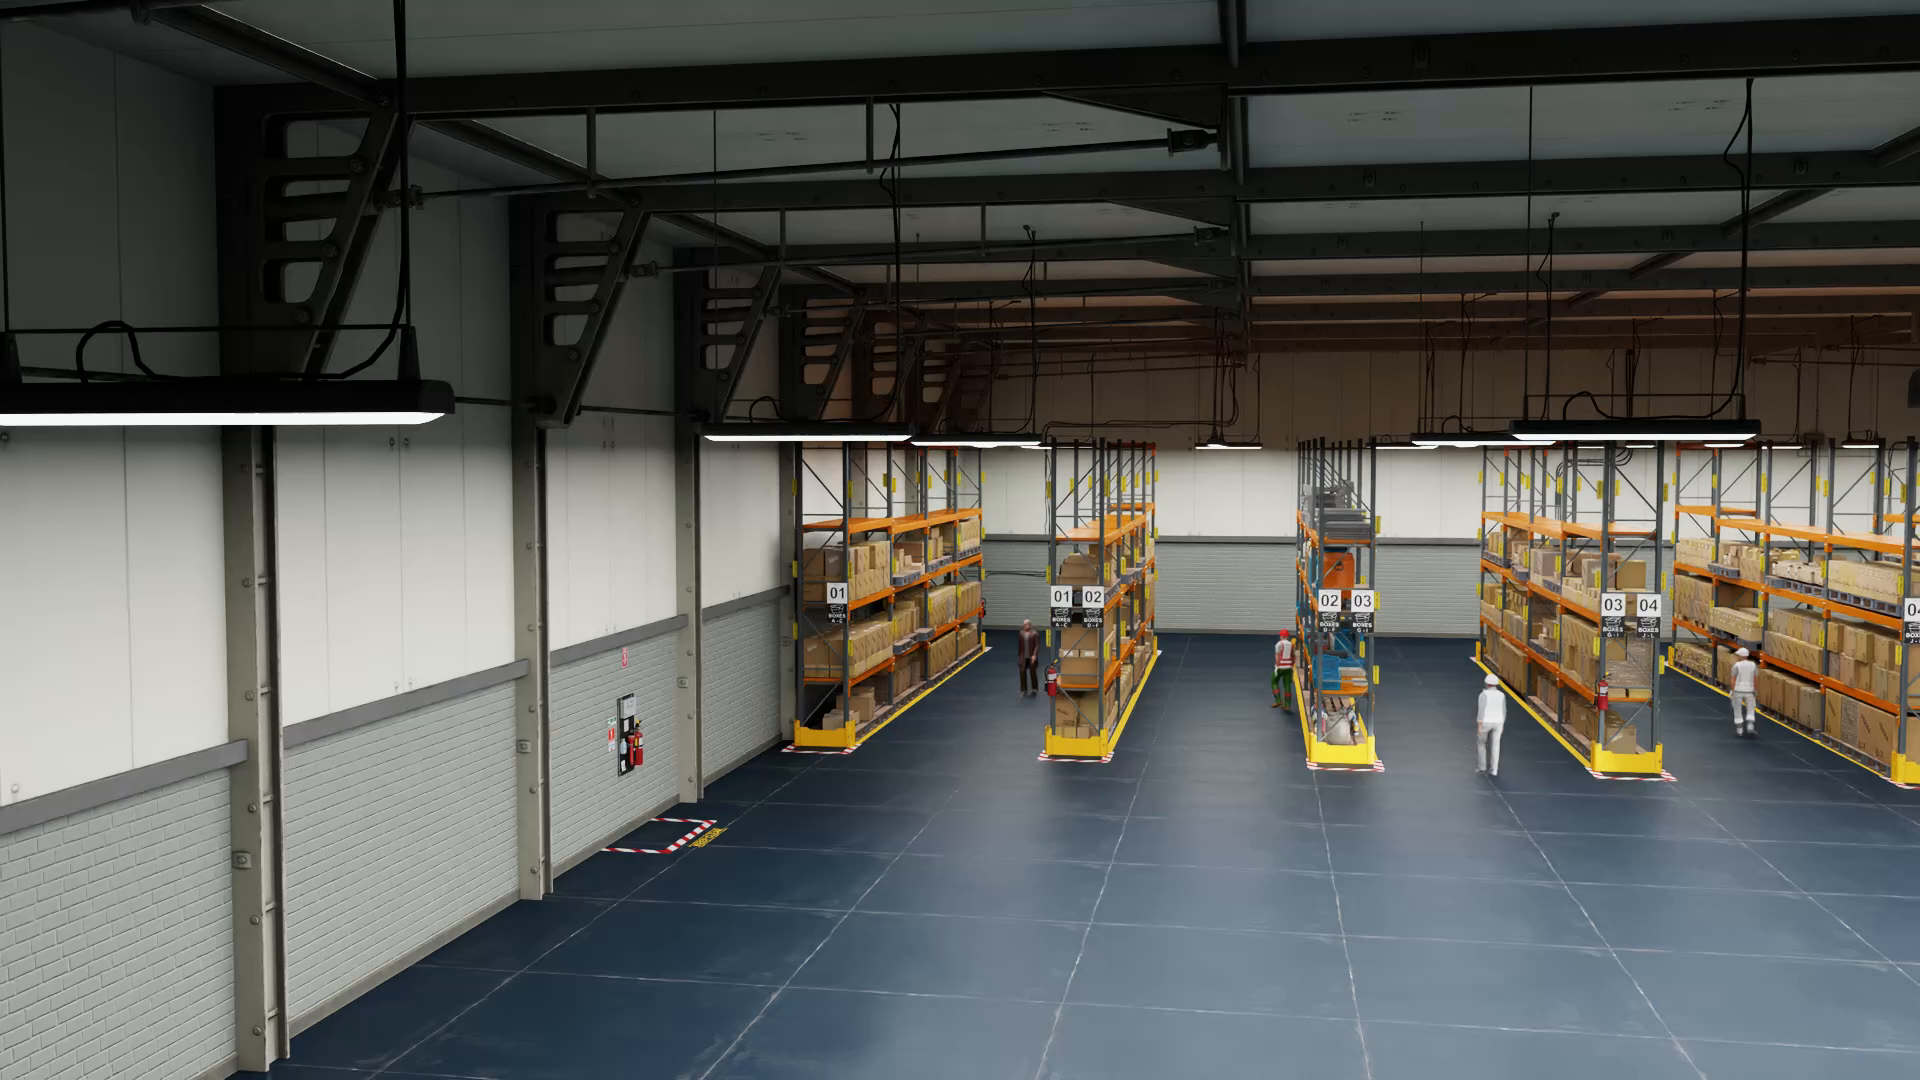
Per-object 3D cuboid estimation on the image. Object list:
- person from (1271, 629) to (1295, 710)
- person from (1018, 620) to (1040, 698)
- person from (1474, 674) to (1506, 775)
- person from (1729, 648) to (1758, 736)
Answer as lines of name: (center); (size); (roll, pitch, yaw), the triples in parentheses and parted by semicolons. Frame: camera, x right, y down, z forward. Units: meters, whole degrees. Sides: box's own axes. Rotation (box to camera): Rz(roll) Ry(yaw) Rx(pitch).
person: (7.210, 2.869, 36.976); (0.557, 1.784, 0.538); (-1, 3, -13)
person: (1.601, 2.785, 39.114); (0.605, 1.817, 0.822); (1, 3, 22)
person: (9.454, 3.300, 29.549); (0.531, 1.821, 0.613); (0, 3, 4)
person: (15.769, 3.063, 33.464); (0.548, 1.790, 0.540); (1, 3, 12)
